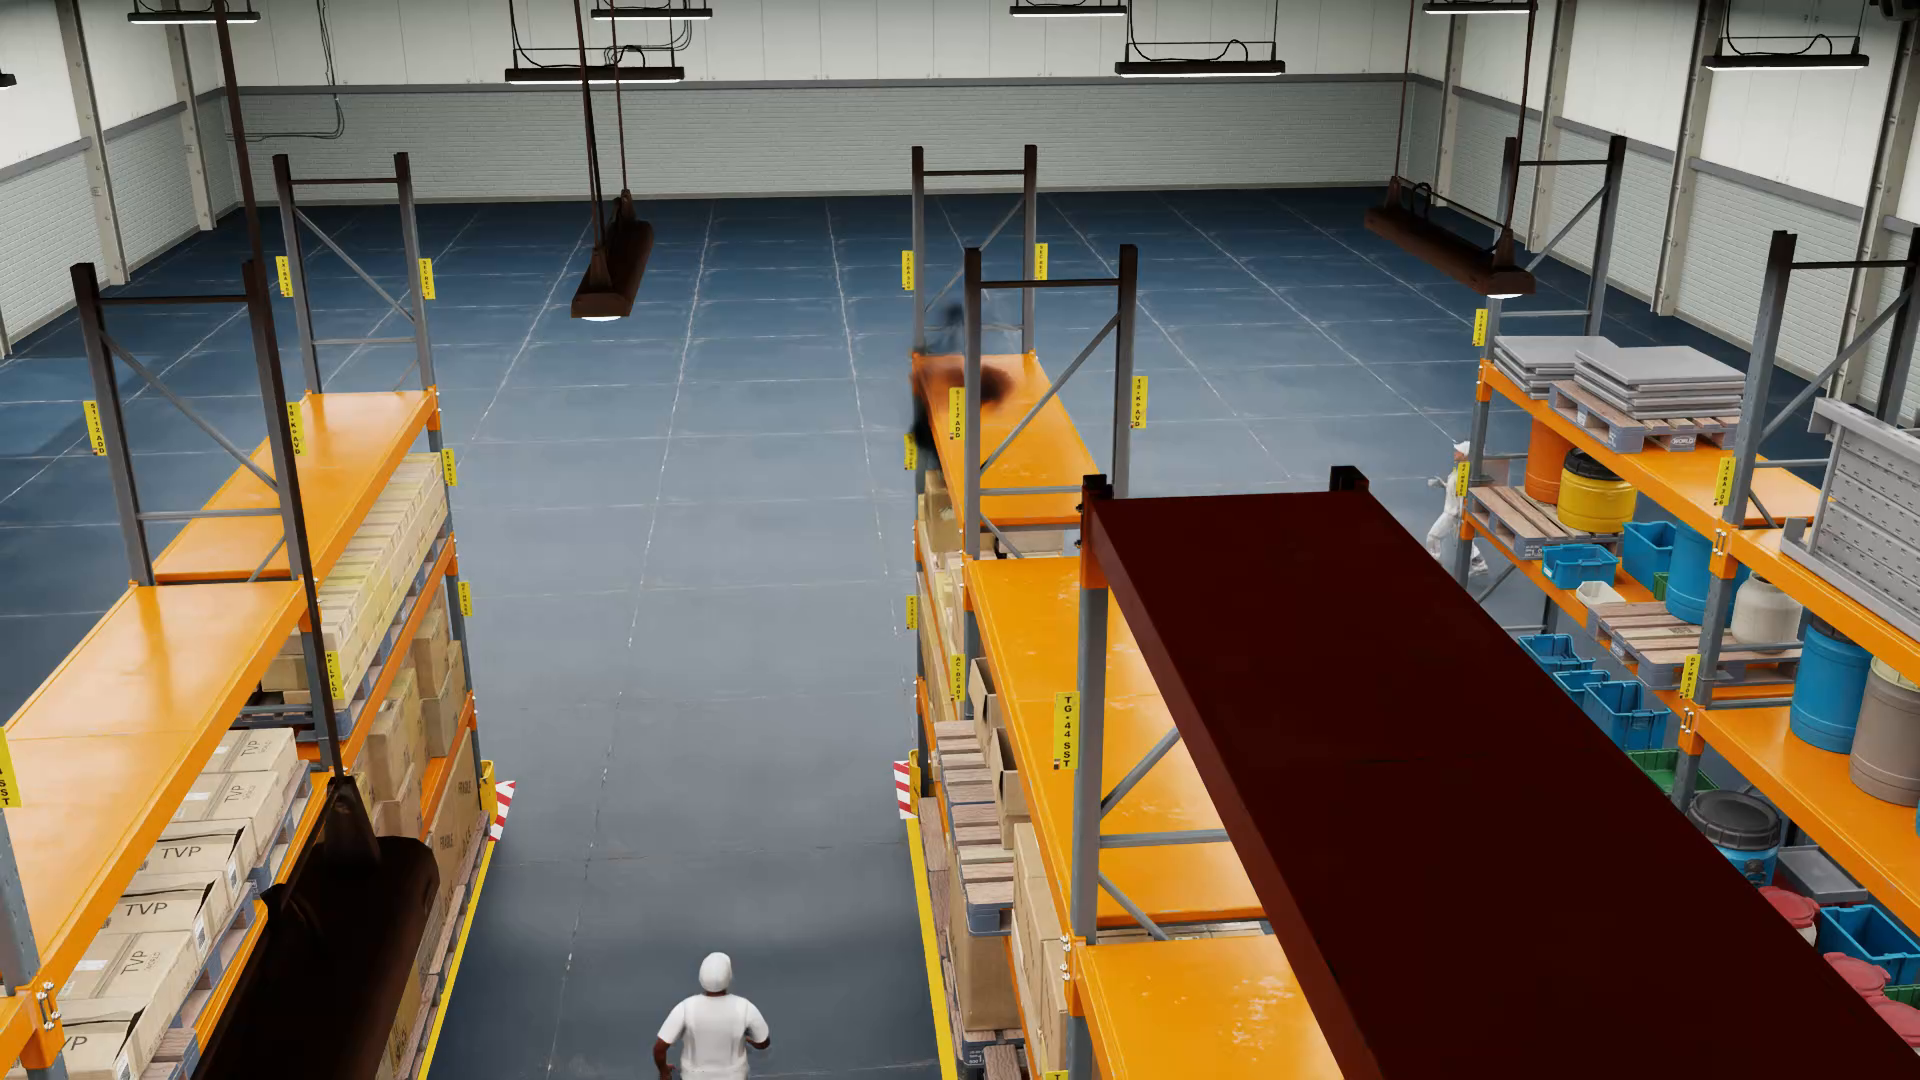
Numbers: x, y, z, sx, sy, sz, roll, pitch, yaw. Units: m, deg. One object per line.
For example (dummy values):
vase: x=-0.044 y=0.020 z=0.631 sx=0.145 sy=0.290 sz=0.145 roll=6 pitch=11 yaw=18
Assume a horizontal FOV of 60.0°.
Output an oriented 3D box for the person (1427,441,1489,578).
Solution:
person: x=5.973 y=-0.318 z=20.013 sx=0.901 sy=1.803 sz=0.669 roll=8 pitch=23 yaw=19

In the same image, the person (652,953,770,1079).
person: x=-1.579 y=3.416 z=10.692 sx=0.734 sy=1.723 sz=0.644 roll=-3 pitch=22 yaw=-7
